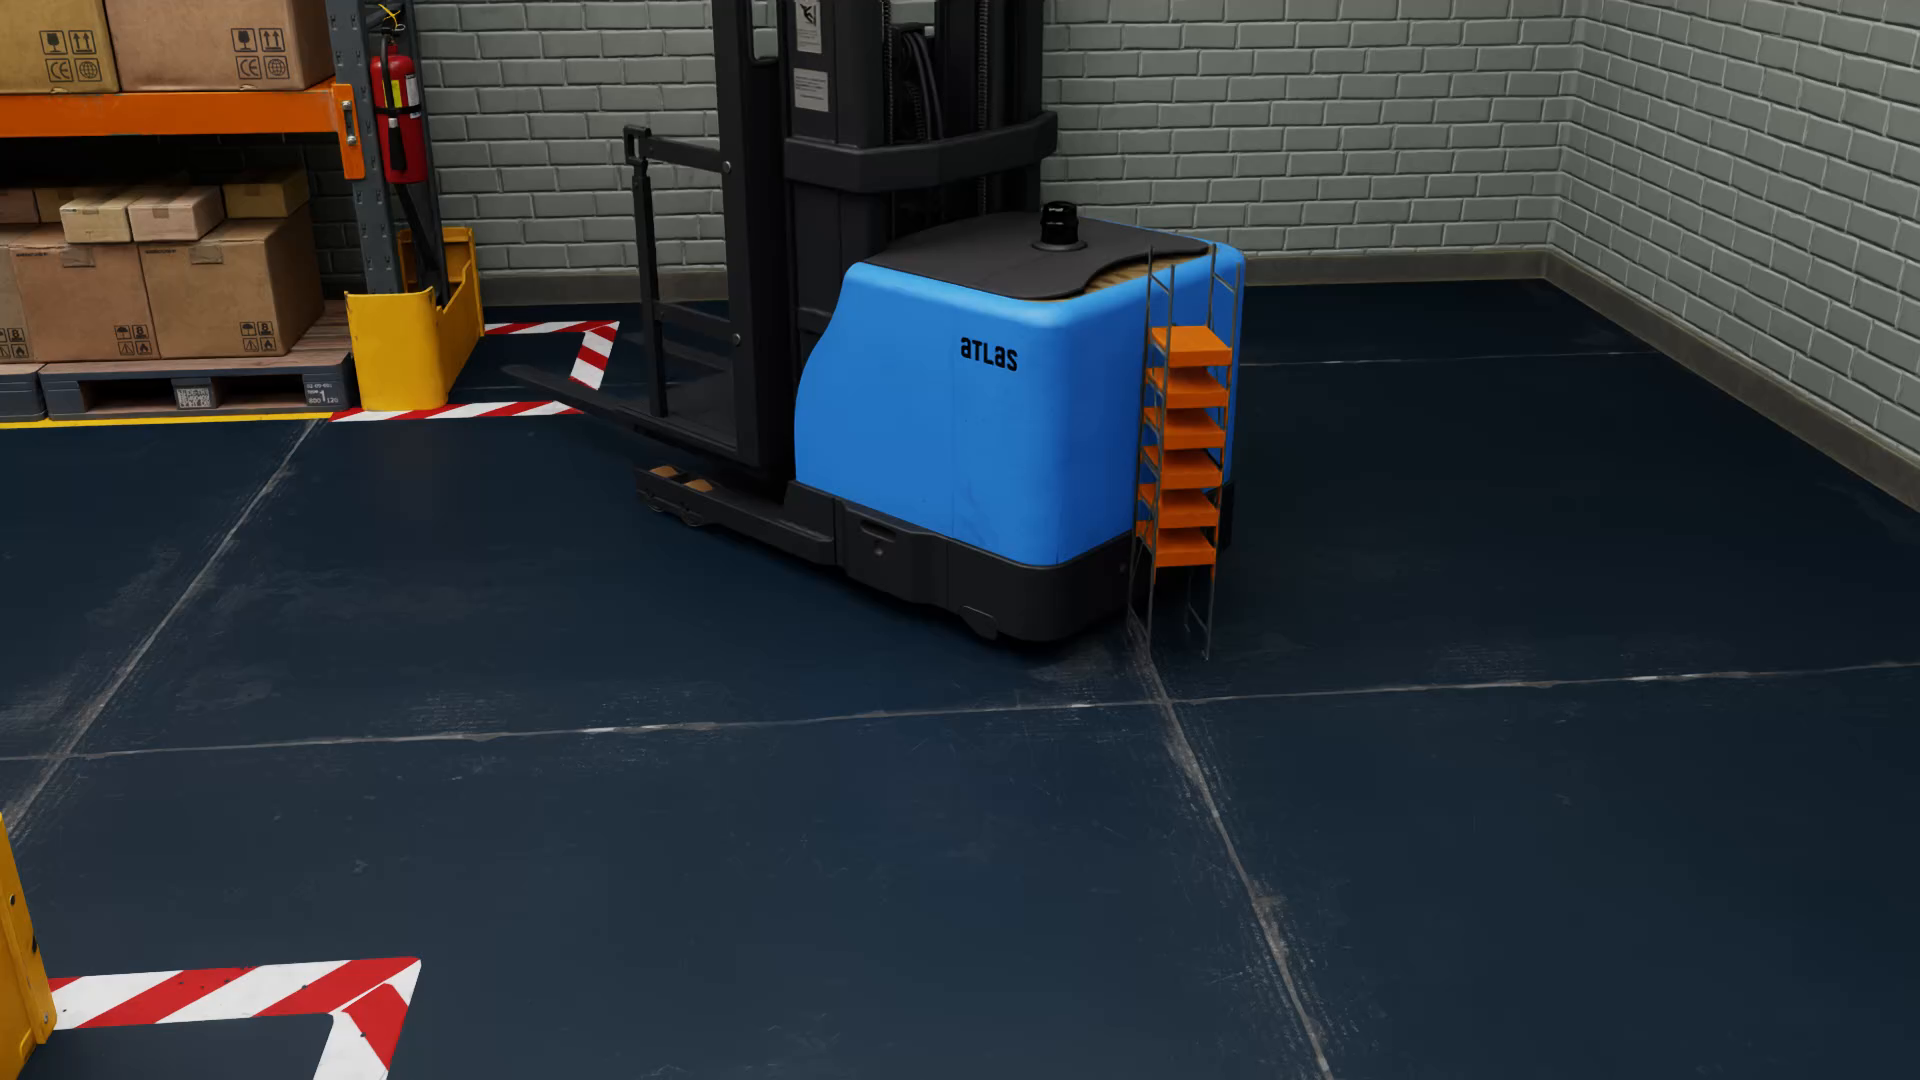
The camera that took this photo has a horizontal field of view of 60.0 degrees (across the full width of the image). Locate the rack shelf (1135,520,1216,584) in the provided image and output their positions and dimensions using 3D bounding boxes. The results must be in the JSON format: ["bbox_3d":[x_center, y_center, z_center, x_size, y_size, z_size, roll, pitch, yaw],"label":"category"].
[{"bbox_3d":[0.629,0.027,4.907,0.180,0.103,0.258,-3,24,-9],"label":"rack shelf"}]

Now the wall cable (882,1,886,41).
[{"bbox_3d":[-1.243,-3.044,7.656,1.851,1.984,0.084,-2,24,-5],"label":"wall cable"}]

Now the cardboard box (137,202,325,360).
[{"bbox_3d":[-3.111,-1.128,7.155,0.500,0.500,0.700,-2,24,-5],"label":"cardboard box"}]

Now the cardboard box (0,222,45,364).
[{"bbox_3d":[-4.109,-1.088,7.065,0.500,0.500,0.700,-3,24,-7],"label":"cardboard box"}]

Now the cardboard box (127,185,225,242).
[{"bbox_3d":[-3.221,-1.346,6.846,0.250,0.149,0.380,-3,24,-6],"label":"cardboard box"}]

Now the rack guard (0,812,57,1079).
[{"bbox_3d":[-2.009,1.001,2.883,0.348,0.500,1.175,-2,24,-5],"label":"rack guard"}]

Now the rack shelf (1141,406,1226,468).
[{"bbox_3d":[0.635,-0.303,4.764,0.180,0.103,0.258,-3,24,-9],"label":"rack shelf"}]

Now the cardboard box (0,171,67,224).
[{"bbox_3d":[-4.012,-1.469,7.125,0.250,0.149,0.380,-2,24,-4],"label":"cardboard box"}]

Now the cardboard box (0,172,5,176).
[{"bbox_3d":[-4.268,-1.459,7.101,0.250,0.149,0.380,-2,24,-5],"label":"cardboard box"}]

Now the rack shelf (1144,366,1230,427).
[{"bbox_3d":[0.636,-0.414,4.716,0.180,0.103,0.258,-3,24,-9],"label":"rack shelf"}]

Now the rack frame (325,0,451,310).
[{"bbox_3d":[-2.424,-2.147,6.887,0.127,3.000,1.000,-2,24,-5],"label":"rack frame"}]

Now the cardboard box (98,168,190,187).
[{"bbox_3d":[-3.510,-1.490,7.170,0.250,0.149,0.380,-2,24,-5],"label":"cardboard box"}]

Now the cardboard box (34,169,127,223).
[{"bbox_3d":[-3.759,-1.480,7.148,0.250,0.149,0.380,-2,24,-5],"label":"cardboard box"}]

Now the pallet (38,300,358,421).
[{"bbox_3d":[-3.212,-0.809,7.310,1.213,0.211,1.003,-2,24,-5],"label":"pallet"}]

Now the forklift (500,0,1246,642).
[{"bbox_3d":[-0.529,-1.525,5.572,3.031,2.935,1.130,20,31,38],"label":"forklift"}]

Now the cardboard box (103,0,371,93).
[{"bbox_3d":[-2.931,-2.259,6.771,0.700,0.700,0.980,-1,24,-3],"label":"cardboard box"}]

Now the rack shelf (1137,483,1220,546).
[{"bbox_3d":[0.631,-0.083,4.859,0.180,0.103,0.258,-3,24,-9],"label":"rack shelf"}]

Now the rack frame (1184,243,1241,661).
[{"bbox_3d":[0.724,-0.239,4.808,0.006,1.200,0.240,-3,24,-9],"label":"rack frame"}]

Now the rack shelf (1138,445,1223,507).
[{"bbox_3d":[0.633,-0.193,4.811,0.180,0.103,0.258,-3,24,-9],"label":"rack shelf"}]

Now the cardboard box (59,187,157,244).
[{"bbox_3d":[-3.475,-1.335,6.823,0.250,0.149,0.380,-2,24,-4],"label":"cardboard box"}]

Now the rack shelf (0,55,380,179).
[{"bbox_3d":[-4.415,-1.738,6.853,4.000,0.370,1.077,-2,24,-5],"label":"rack shelf"}]

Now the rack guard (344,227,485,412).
[{"bbox_3d":[-2.400,-1.005,7.397,0.348,0.500,1.175,-2,24,-5],"label":"rack guard"}]

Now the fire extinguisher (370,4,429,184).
[{"bbox_3d":[-2.229,-1.760,6.572,0.183,0.674,0.296,-2,24,-5],"label":"fire extinguisher"}]

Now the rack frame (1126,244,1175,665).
[{"bbox_3d":[0.543,-0.229,4.780,0.006,1.200,0.240,-3,24,-9],"label":"rack frame"}]

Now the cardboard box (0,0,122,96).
[{"bbox_3d":[-3.654,-2.226,6.695,0.700,0.700,0.980,-2,24,-6],"label":"cardboard box"}]

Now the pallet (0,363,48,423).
[{"bbox_3d":[-4.424,-0.762,7.203,1.213,0.211,1.003,-2,24,-5],"label":"pallet"}]

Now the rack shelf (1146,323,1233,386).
[{"bbox_3d":[0.638,-0.524,4.668,0.180,0.103,0.258,-3,24,-9],"label":"rack shelf"}]

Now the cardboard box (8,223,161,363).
[{"bbox_3d":[-3.609,-1.108,7.110,0.500,0.500,0.700,-2,24,-5],"label":"cardboard box"}]

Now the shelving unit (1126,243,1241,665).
[{"bbox_3d":[0.633,-0.234,4.794,0.189,1.200,0.258,-3,24,-9],"label":"shelving unit"}]

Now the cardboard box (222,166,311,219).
[{"bbox_3d":[-3.006,-1.510,7.217,0.250,0.149,0.380,-2,24,-5],"label":"cardboard box"}]
